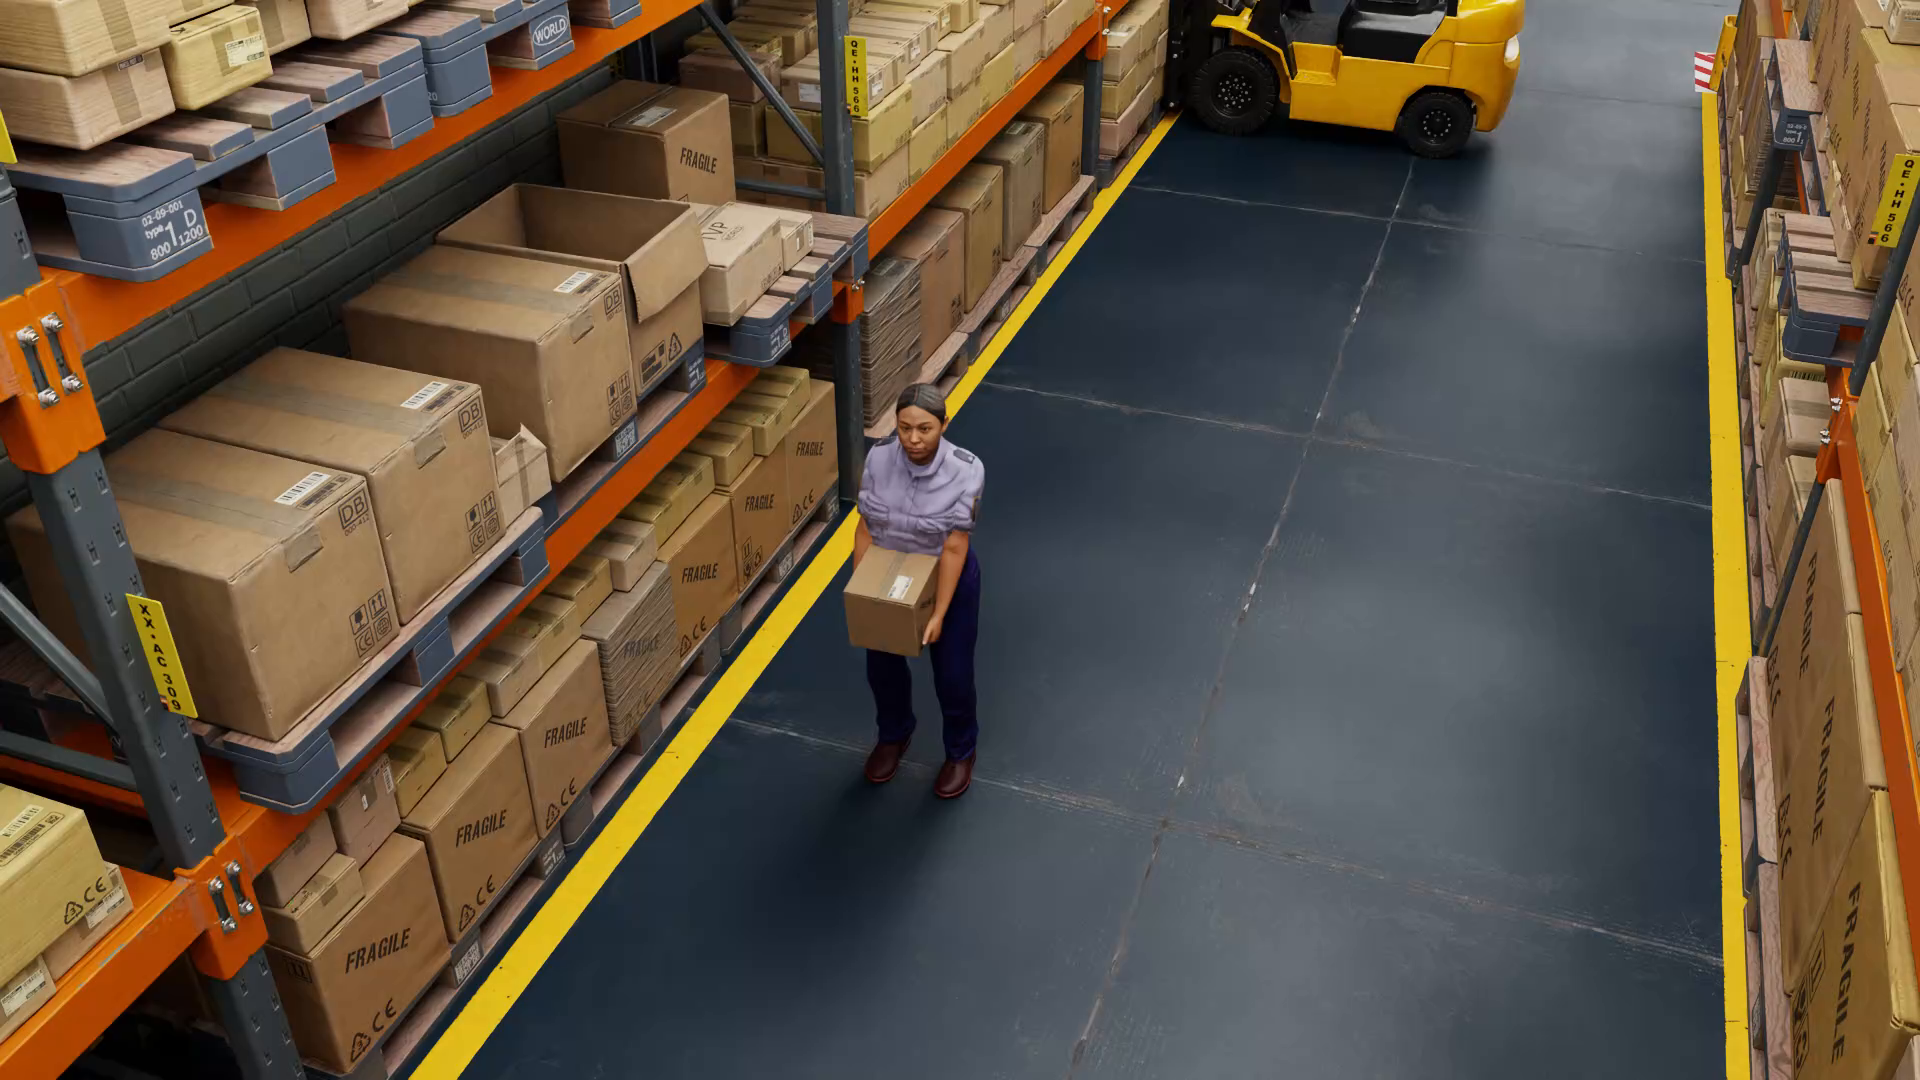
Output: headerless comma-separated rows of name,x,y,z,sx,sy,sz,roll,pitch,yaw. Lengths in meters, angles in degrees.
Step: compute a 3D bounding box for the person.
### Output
person,-0.128,0.168,5.907,0.552,1.636,0.367,10,35,14
